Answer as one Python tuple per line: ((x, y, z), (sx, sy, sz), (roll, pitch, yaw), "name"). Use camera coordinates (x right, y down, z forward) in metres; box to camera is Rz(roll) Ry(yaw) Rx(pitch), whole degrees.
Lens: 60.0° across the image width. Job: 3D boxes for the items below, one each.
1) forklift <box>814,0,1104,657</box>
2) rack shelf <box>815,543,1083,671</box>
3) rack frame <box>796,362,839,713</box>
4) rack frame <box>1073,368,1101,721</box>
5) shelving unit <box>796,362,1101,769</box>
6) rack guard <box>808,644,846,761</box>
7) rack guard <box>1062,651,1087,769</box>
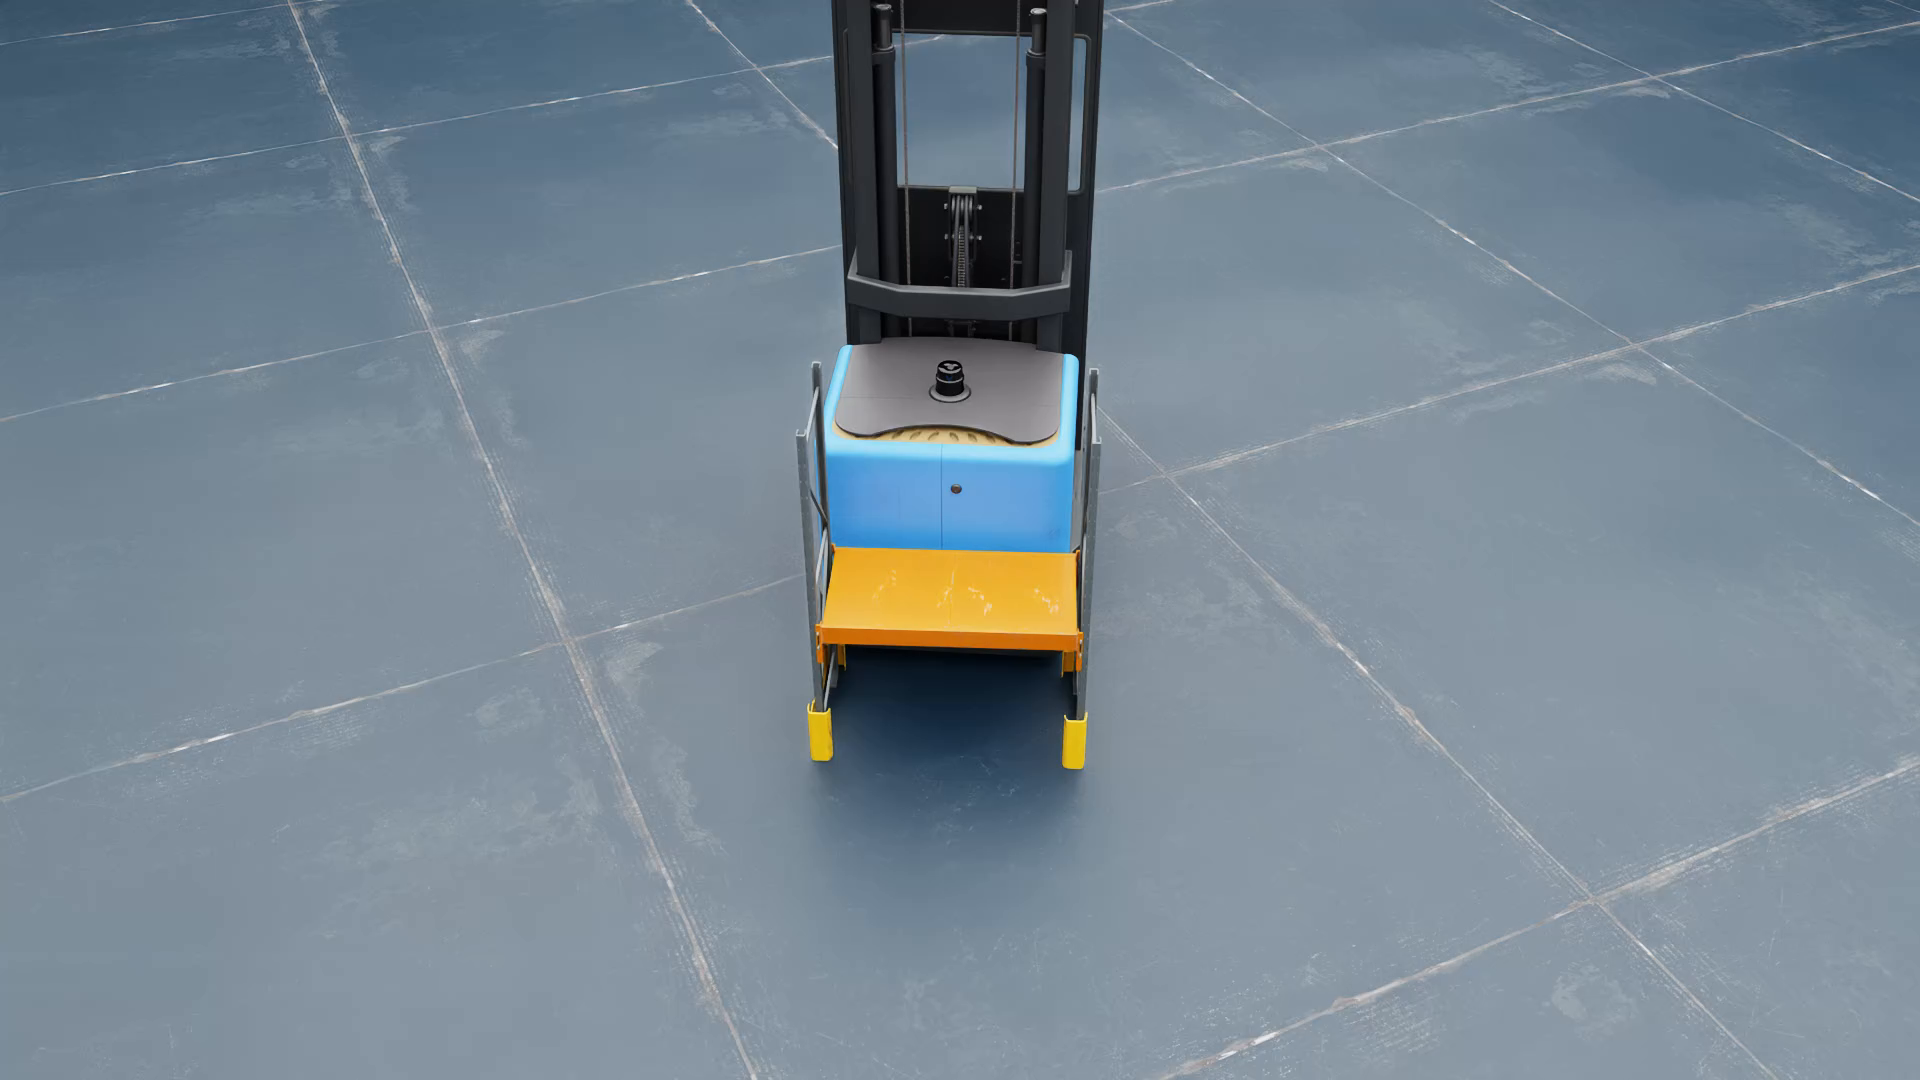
((0.051, -1.547, 7.375), (1.130, 2.935, 3.031), (3, 37, 4), "forklift")
((-0.030, 0.254, 6.450), (1.000, 0.185, 0.538), (2, 37, 2), "rack shelf")
((-0.538, 0.096, 6.361), (0.032, 1.500, 0.500), (2, 37, 2), "rack frame")
((0.478, 0.123, 6.324), (0.032, 1.500, 0.500), (2, 37, 2), "rack frame")
((-0.039, 0.109, 6.343), (1.083, 1.500, 0.587), (2, 37, 2), "shelving unit")
((-0.536, 0.597, 6.734), (0.087, 0.250, 0.587), (2, 37, 2), "rack guard")
((0.459, 0.624, 6.698), (0.087, 0.250, 0.587), (2, 37, 2), "rack guard")
